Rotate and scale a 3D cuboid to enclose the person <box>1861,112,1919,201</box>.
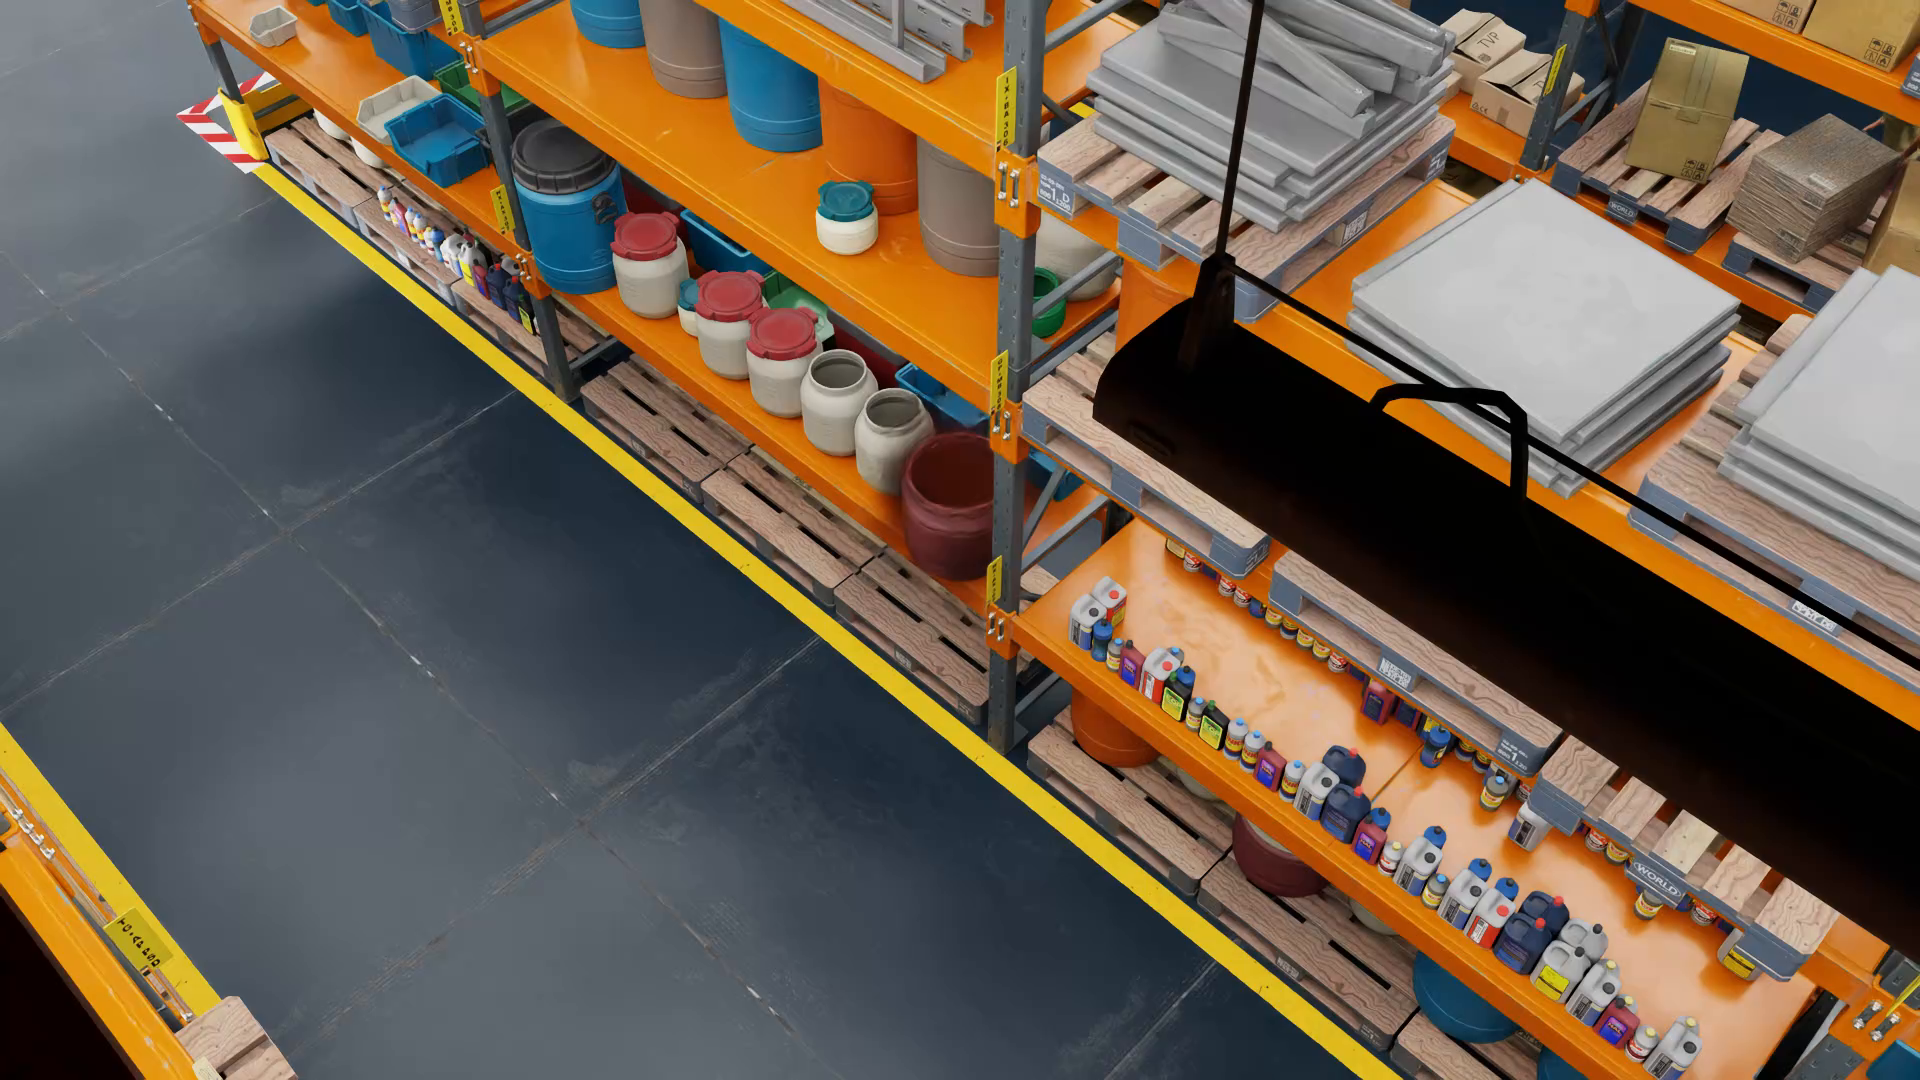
[{"bbox_3d":[6.584,-2.714,11.653,0.591,1.565,0.552,33,58,25],"label":"person"}]
